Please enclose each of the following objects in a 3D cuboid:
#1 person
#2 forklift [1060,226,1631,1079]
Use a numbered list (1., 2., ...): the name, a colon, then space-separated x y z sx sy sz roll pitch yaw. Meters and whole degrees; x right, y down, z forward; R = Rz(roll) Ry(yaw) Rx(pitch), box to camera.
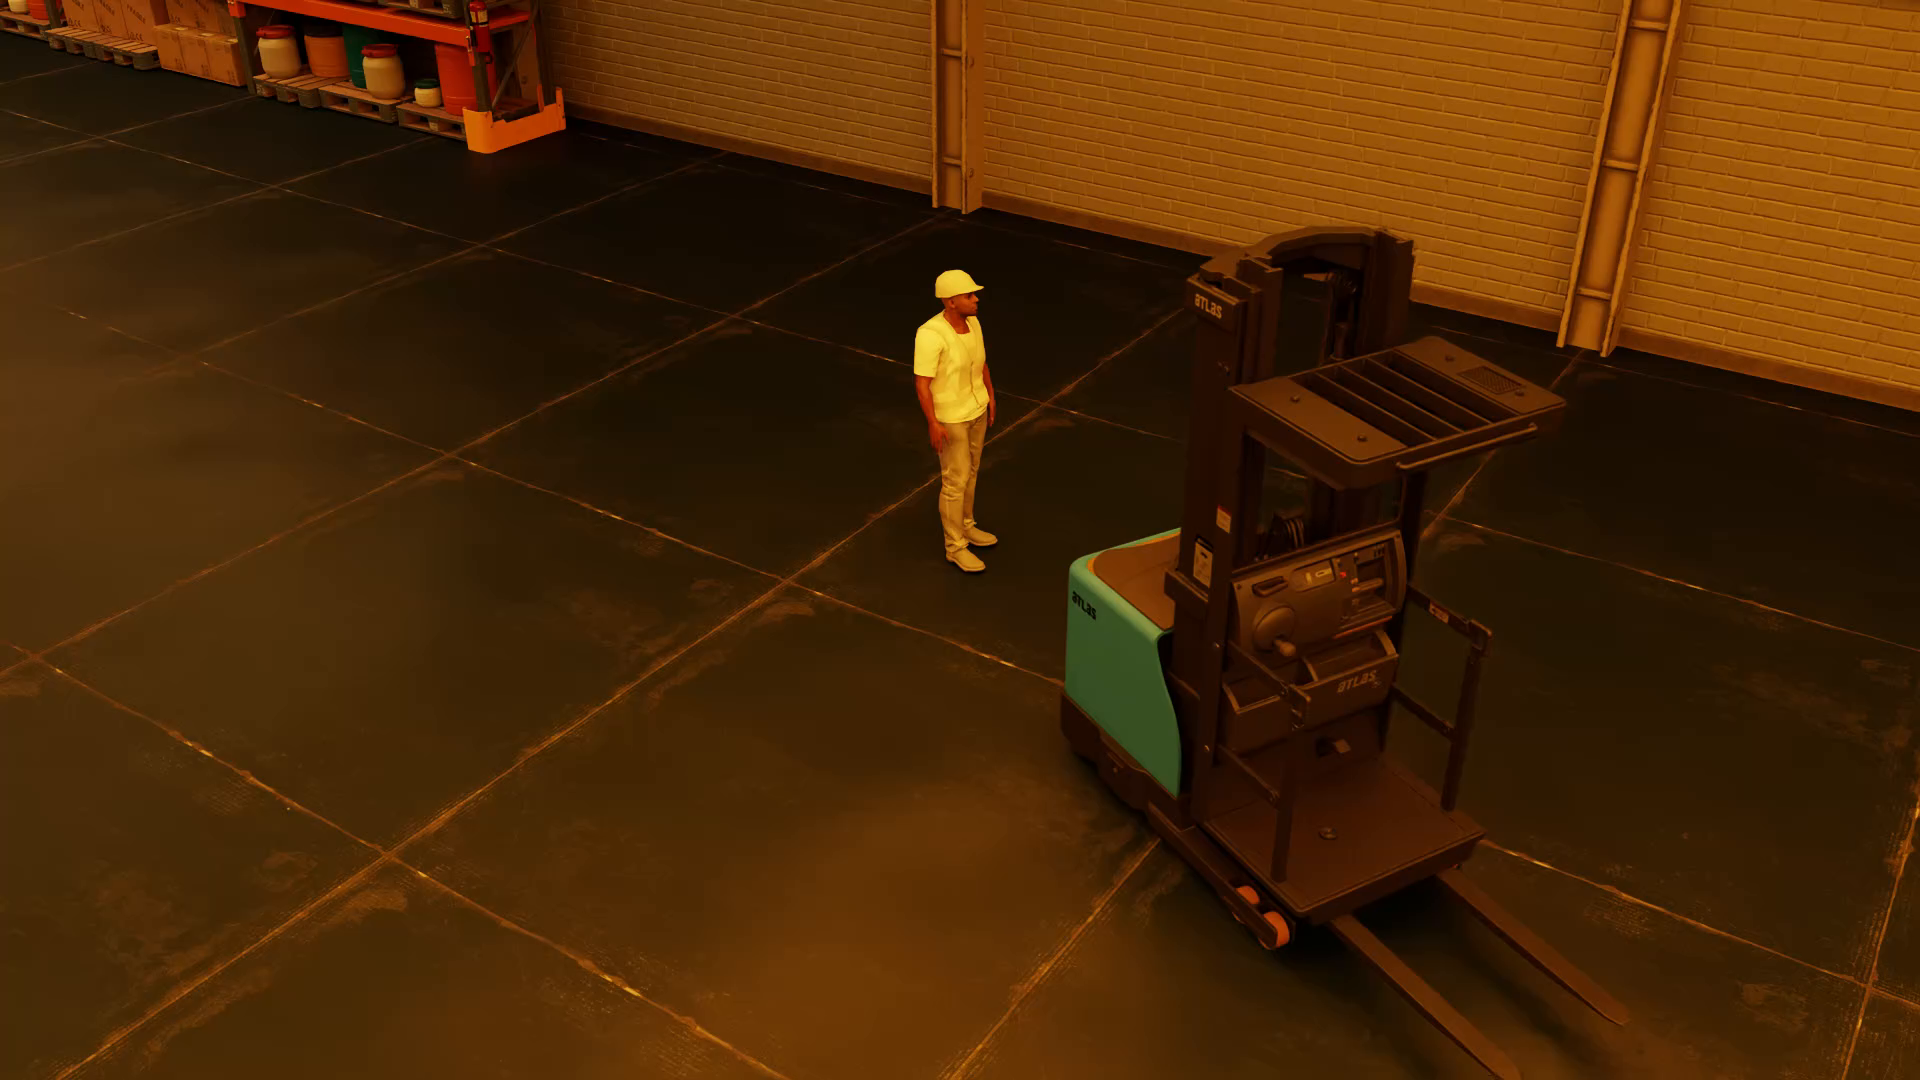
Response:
1. person: 0.055 -0.748 10.016 0.575 1.768 0.666 19 35 29
2. forklift: 1.681 0.284 7.092 1.130 2.935 3.031 -16 34 -25
